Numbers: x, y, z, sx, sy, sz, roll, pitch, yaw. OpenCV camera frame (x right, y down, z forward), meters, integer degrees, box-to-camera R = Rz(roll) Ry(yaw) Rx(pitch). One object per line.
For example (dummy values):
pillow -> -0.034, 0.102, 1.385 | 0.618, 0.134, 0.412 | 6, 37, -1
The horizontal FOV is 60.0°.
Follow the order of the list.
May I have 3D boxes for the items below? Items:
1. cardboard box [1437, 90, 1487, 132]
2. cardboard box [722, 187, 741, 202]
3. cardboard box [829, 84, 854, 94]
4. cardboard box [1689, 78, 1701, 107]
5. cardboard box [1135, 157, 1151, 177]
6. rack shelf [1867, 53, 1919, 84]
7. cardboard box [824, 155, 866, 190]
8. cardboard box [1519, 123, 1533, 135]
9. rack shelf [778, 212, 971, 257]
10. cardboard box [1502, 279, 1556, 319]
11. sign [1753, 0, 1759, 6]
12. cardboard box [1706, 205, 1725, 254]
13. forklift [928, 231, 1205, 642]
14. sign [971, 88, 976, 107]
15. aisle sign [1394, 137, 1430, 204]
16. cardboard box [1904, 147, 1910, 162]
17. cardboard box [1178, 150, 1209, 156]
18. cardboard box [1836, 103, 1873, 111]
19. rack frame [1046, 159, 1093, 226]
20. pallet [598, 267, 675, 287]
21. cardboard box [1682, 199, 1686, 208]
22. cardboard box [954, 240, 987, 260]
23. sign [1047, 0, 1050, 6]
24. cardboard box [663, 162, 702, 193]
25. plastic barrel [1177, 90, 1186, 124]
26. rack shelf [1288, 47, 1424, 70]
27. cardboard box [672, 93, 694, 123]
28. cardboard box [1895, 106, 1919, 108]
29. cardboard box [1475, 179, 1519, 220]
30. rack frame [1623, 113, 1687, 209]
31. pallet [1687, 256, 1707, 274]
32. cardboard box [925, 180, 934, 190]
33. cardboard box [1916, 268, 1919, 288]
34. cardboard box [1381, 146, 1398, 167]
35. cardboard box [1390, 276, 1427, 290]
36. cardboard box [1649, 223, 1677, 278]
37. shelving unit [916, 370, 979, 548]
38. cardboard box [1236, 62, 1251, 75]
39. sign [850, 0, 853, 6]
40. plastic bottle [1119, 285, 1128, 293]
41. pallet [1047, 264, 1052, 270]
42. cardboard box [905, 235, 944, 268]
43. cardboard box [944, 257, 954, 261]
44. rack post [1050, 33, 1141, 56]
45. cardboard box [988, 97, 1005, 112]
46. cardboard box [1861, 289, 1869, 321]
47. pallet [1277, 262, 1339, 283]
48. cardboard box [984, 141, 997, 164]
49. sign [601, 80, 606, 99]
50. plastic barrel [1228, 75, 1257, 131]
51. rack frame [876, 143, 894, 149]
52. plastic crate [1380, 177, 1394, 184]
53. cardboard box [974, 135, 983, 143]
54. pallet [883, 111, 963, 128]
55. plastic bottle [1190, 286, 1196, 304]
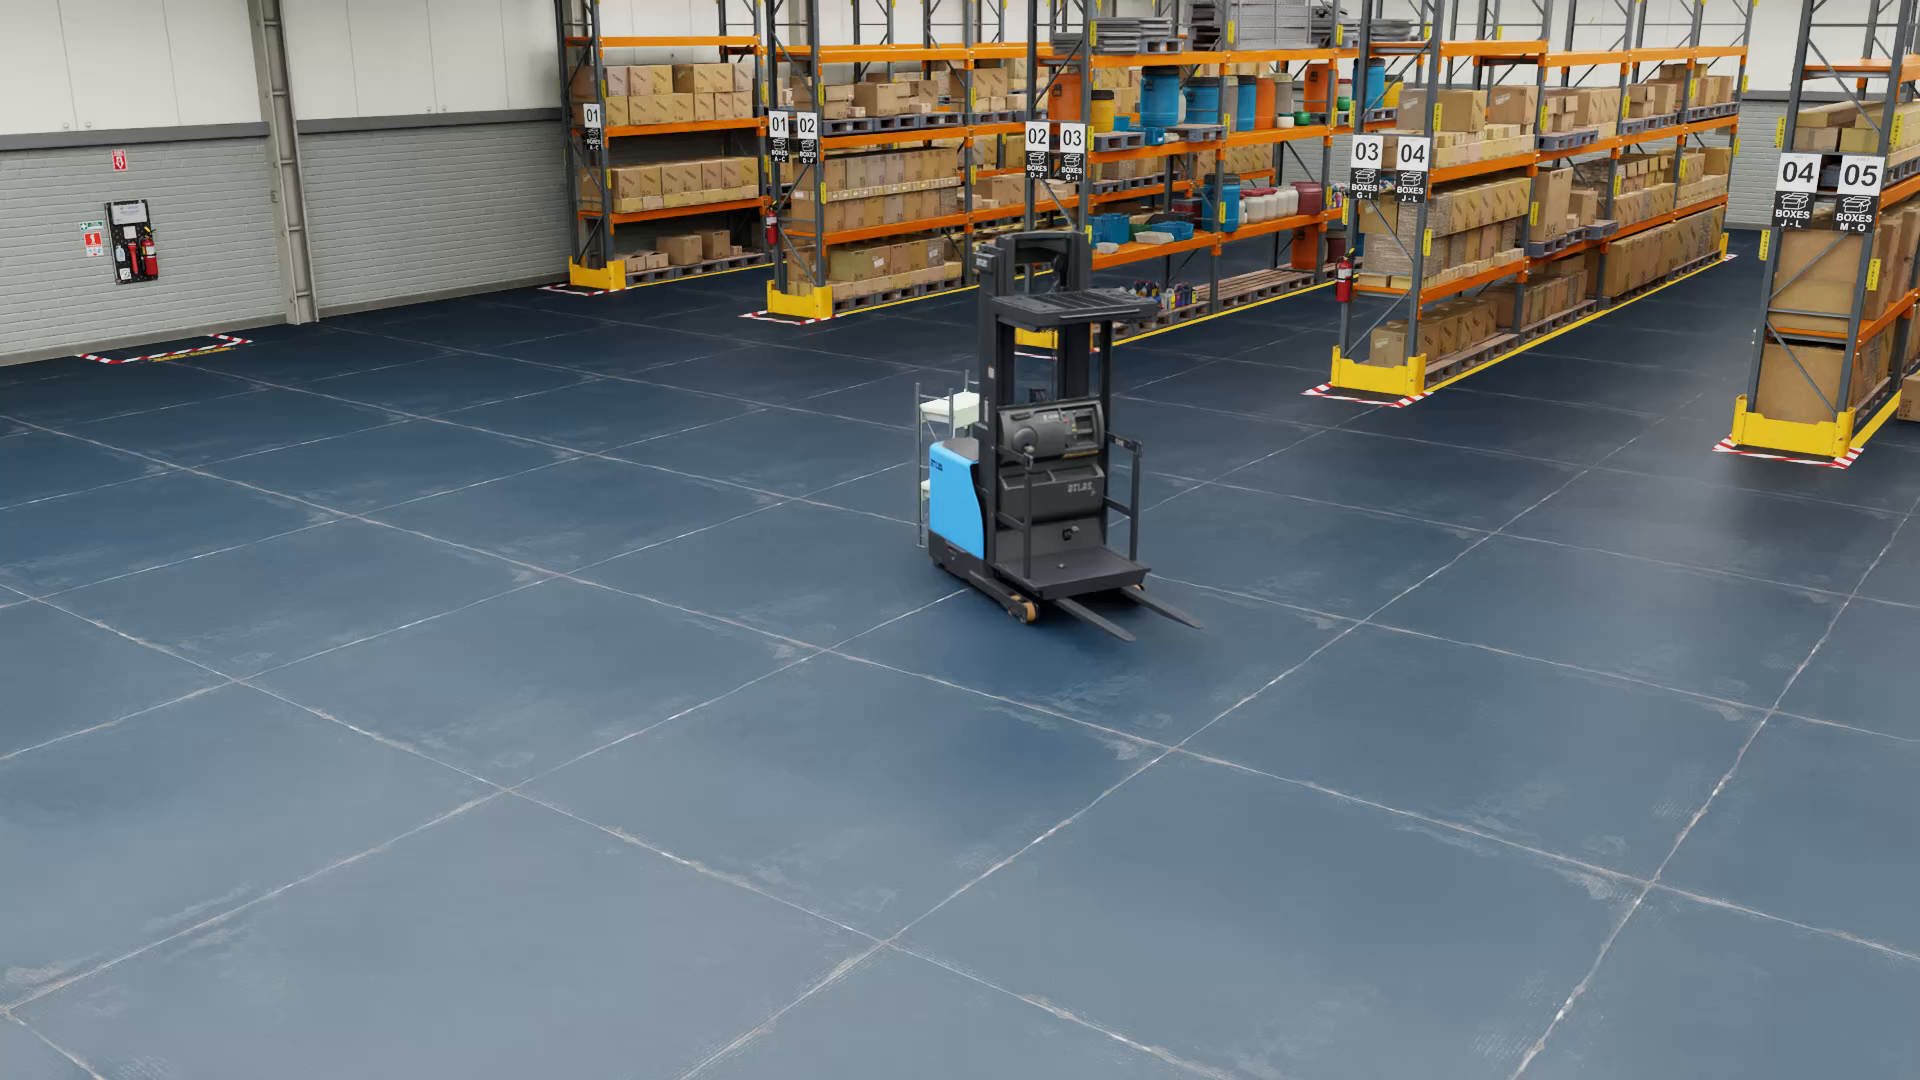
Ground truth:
cardboard box -> 6.456, -5.542, 21.468 | 0.500, 0.500, 0.500 | 12, 21, 34
cardboard box -> -4.538, -6.608, 31.691 | 0.500, 0.250, 0.500 | 13, 21, 35
cardboard box -> -2.426, -9.265, 34.769 | 0.500, 0.500, 0.500 | 12, 21, 35
cardboard box -> 13.247, -8.286, 30.772 | 0.700, 0.500, 0.500 | 14, 22, 37
cardboard box -> 3.548, -7.801, 34.437 | 0.700, 0.500, 0.500 | 7, 19, 21
rack shelf -> 12.853, -6.234, 22.039 | 1.077, 0.370, 4.000 | 12, 21, 35
cardboard box -> -1.970, -6.042, 27.291 | 0.700, 0.500, 0.500 | 12, 21, 33
cardboard box -> 7.776, -5.751, 23.233 | 0.380, 0.149, 0.250 | 13, 22, 36
rack shelf -> -1.407, -5.259, 28.341 | 1.077, 0.370, 4.000 | 12, 21, 35
cardboard box -> 8.754, -3.730, 25.677 | 0.700, 0.500, 0.500 | 10, 20, 30
sign -> 15.315, -10.436, 31.973 | 0.100, 0.325, 0.005 | 12, 21, 35
cardboard box -> 14.571, -6.205, 33.049 | 0.875, 0.875, 0.875 | 12, 21, 35
forklift -> 0.843, -0.893, 13.183 | 1.130, 2.935, 3.031 | -9, 19, -26
sign -> 0.231, -7.699, 28.921 | 0.100, 0.325, 0.005 | 12, 21, 35
aisle sign -> 5.559, -4.549, 20.457 | 0.394, 0.787, 0.004 | 12, 21, 35
cardboard box -> 10.341, -4.301, 18.532 | 0.380, 0.149, 0.250 | 13, 21, 35
cardboard box -> 5.058, -8.572, 35.943 | 0.500, 0.500, 0.500 | 13, 22, 36
cardboard box -> 10.718, -5.161, 19.955 | 0.380, 0.149, 0.250 | 12, 21, 34
rack frame -> 2.168, -7.032, 32.837 | 1.000, 3.000, 0.127 | 12, 21, 35
pallet -> -6.022, -4.875, 30.592 | 1.003, 0.211, 1.213 | 12, 21, 35
cardboard box -> 13.105, -6.188, 30.541 | 0.380, 0.149, 0.250 | 12, 21, 33
cardboard box -> 0.231, -5.289, 30.206 | 0.500, 0.311, 0.500 | 13, 21, 35
sign -> 1.726, -10.475, 32.098 | 0.100, 0.325, 0.005 | 12, 21, 35
cardboard box -> -5.140, -6.721, 30.789 | 0.500, 0.500, 0.500 | 13, 22, 36
plastic barrel -> 3.346, -6.822, 26.205 | 0.421, 0.512, 0.421 | 0, 17, 0
rack shelf -> 7.335, -8.963, 30.825 | 1.077, 0.370, 4.000 | 12, 21, 35
cardboard box -> -5.222, -7.904, 30.383 | 0.500, 0.500, 0.500 | 14, 22, 38
cardboard box -> 10.947, -4.925, 19.197 | 0.380, 0.149, 0.250 | 12, 21, 34
cardboard box -> 7.394, -4.720, 23.036 | 0.500, 0.500, 0.500 | 12, 21, 35
rack frame -> 12.505, -6.233, 30.265 | 1.000, 3.000, 0.127 | 12, 21, 35
pallet -> 13.747, -5.361, 32.157 | 1.003, 0.211, 1.213 | 12, 21, 35
cardboard box -> -0.664, -6.150, 28.734 | 0.380, 0.149, 0.250 | 12, 21, 35
cardboard box -> 12.191, -3.553, 21.464 | 0.500, 0.500, 0.500 | 13, 21, 35
cardboard box -> 5.438, -4.896, 21.153 | 0.500, 0.250, 0.500 | 13, 21, 36
cardboard box -> 5.716, -3.281, 21.181 | 0.380, 0.149, 0.250 | 12, 21, 35
cardboard box -> 12.139, -5.263, 30.015 | 1.225, 0.875, 0.875 | 12, 21, 35
shelving unit -> -0.004, -0.715, 15.022 | 0.431, 1.500, 0.755 | 12, 21, 35
cardboard box -> 6.064, -10.528, 37.181 | 0.700, 0.500, 0.500 | 12, 21, 35
sign -> -2.261, -11.390, 34.914 | 0.100, 0.325, 0.005 | 12, 21, 35
plastic bottle -> 2.580, -3.883, 26.421 | 0.144, 0.351, 0.185 | 12, 21, 34
pallet -> 1.646, -5.511, 32.641 | 1.003, 0.211, 1.213 | 12, 21, 35
cardboard box -> -0.624, -5.059, 29.146 | 0.500, 0.500, 0.500 | 12, 21, 35
cardboard box -> -0.201, -5.117, 30.597 | 0.500, 0.250, 0.500 | 12, 21, 34
rack post -> 1.930, -7.034, 23.571 | 0.937, 0.300, 0.954 | 15, 23, 40
cardboard box -> 0.484, -7.917, 30.174 | 0.500, 0.250, 0.500 | 10, 20, 29
cardboard box -> 9.773, -2.778, 18.883 | 0.875, 0.550, 0.550 | 12, 21, 35
pallet -> 6.580, -5.019, 31.057 | 1.003, 0.211, 1.213 | 12, 21, 35
cardboard box -> 0.498, -8.904, 38.161 | 0.500, 0.500, 0.500 | 12, 21, 34
sign -> -6.144, -7.755, 28.634 | 0.100, 0.325, 0.005 | 12, 21, 35
plastic barrel -> 4.668, -7.346, 27.945 | 0.600, 0.901, 0.708 | 12, 21, 35
rack frame -> -1.813, -7.906, 35.653 | 1.000, 3.000, 0.127 | 12, 21, 35
plastic crate -> 8.531, -7.301, 33.629 | 0.392, 0.384, 0.575 | 12, 21, 35
cardboard box -> 0.185, -9.140, 37.657 | 0.500, 0.250, 0.500 | 13, 21, 36
pallet -> -0.703, -7.262, 28.668 | 1.003, 0.211, 1.213 | 12, 21, 35
plastic bottle -> 3.739, -3.943, 26.728 | 0.061, 0.283, 0.133 | 14, 22, 37
